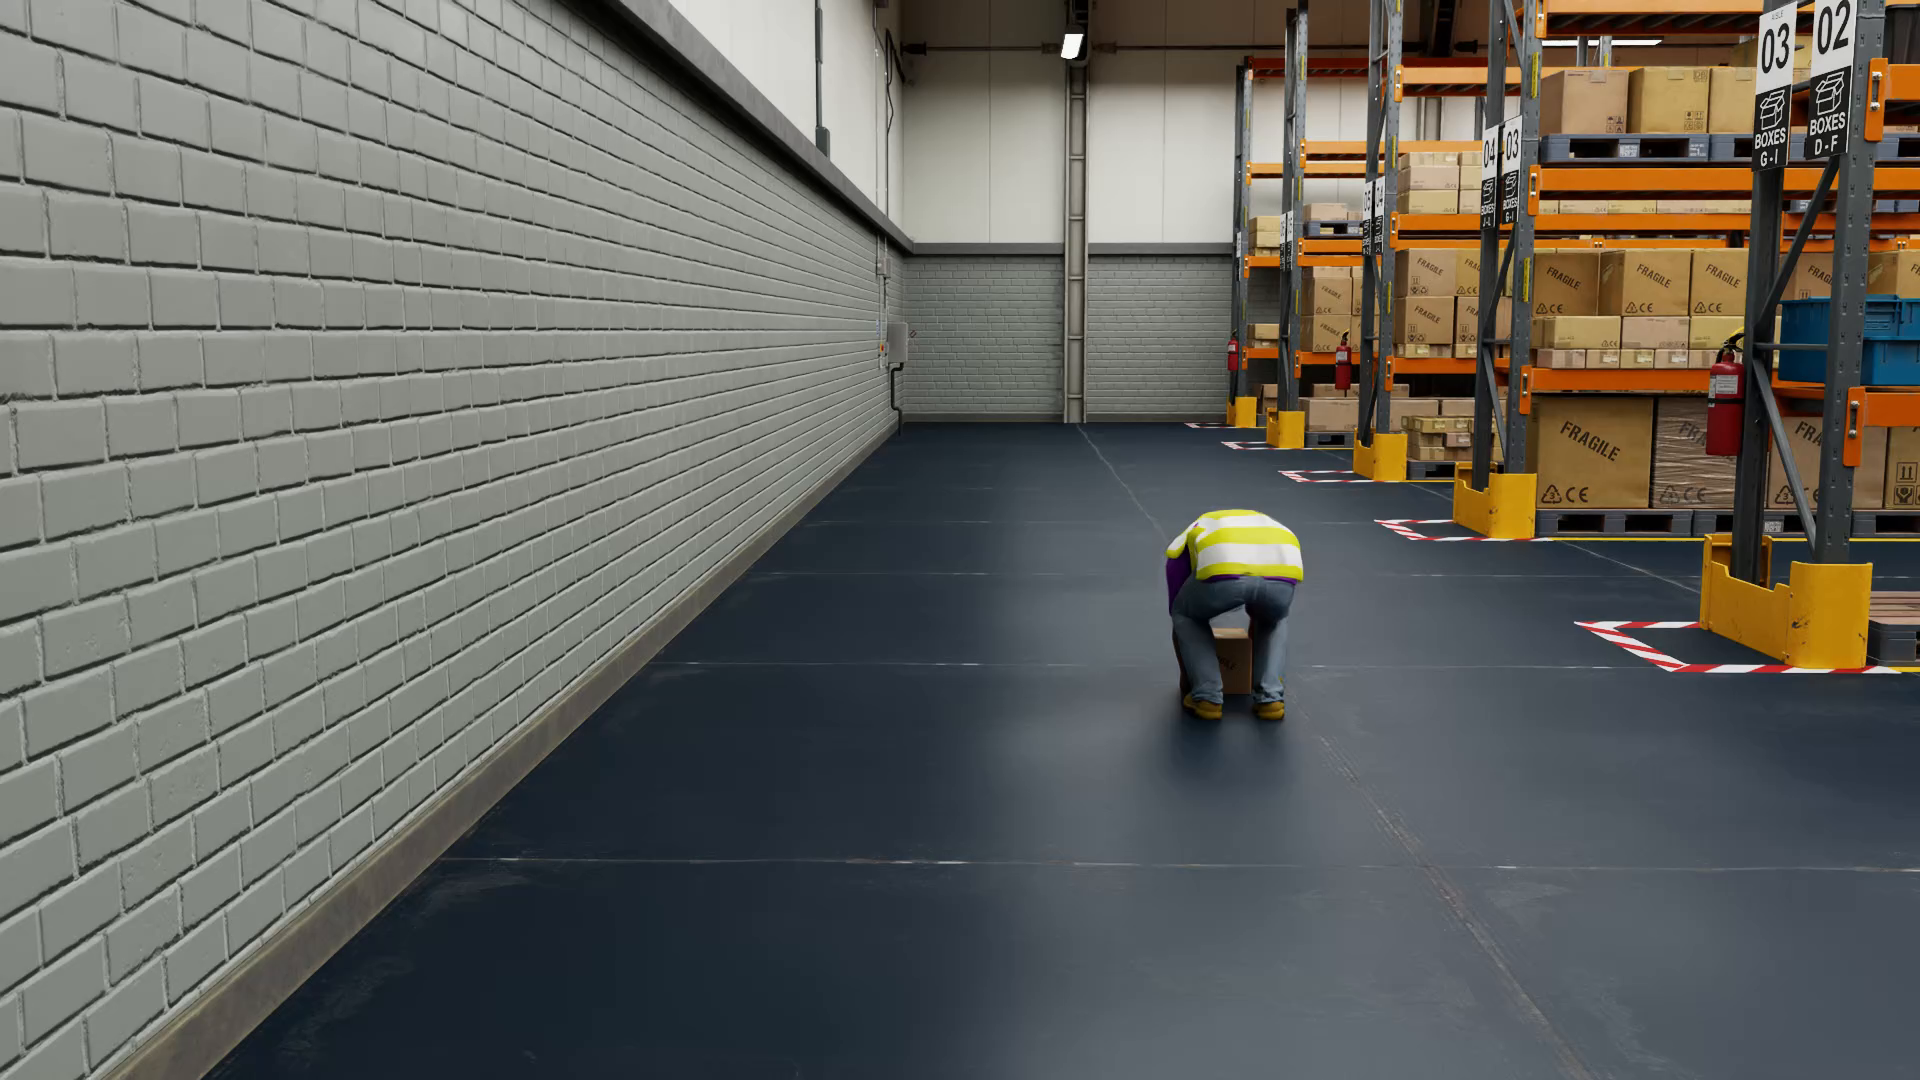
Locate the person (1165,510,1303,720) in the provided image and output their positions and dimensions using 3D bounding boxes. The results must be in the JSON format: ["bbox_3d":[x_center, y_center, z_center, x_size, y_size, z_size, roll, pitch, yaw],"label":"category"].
[{"bbox_3d":[1.148,0.295,7.102,0.514,0.859,0.963,0,7,-1],"label":"person"}]
